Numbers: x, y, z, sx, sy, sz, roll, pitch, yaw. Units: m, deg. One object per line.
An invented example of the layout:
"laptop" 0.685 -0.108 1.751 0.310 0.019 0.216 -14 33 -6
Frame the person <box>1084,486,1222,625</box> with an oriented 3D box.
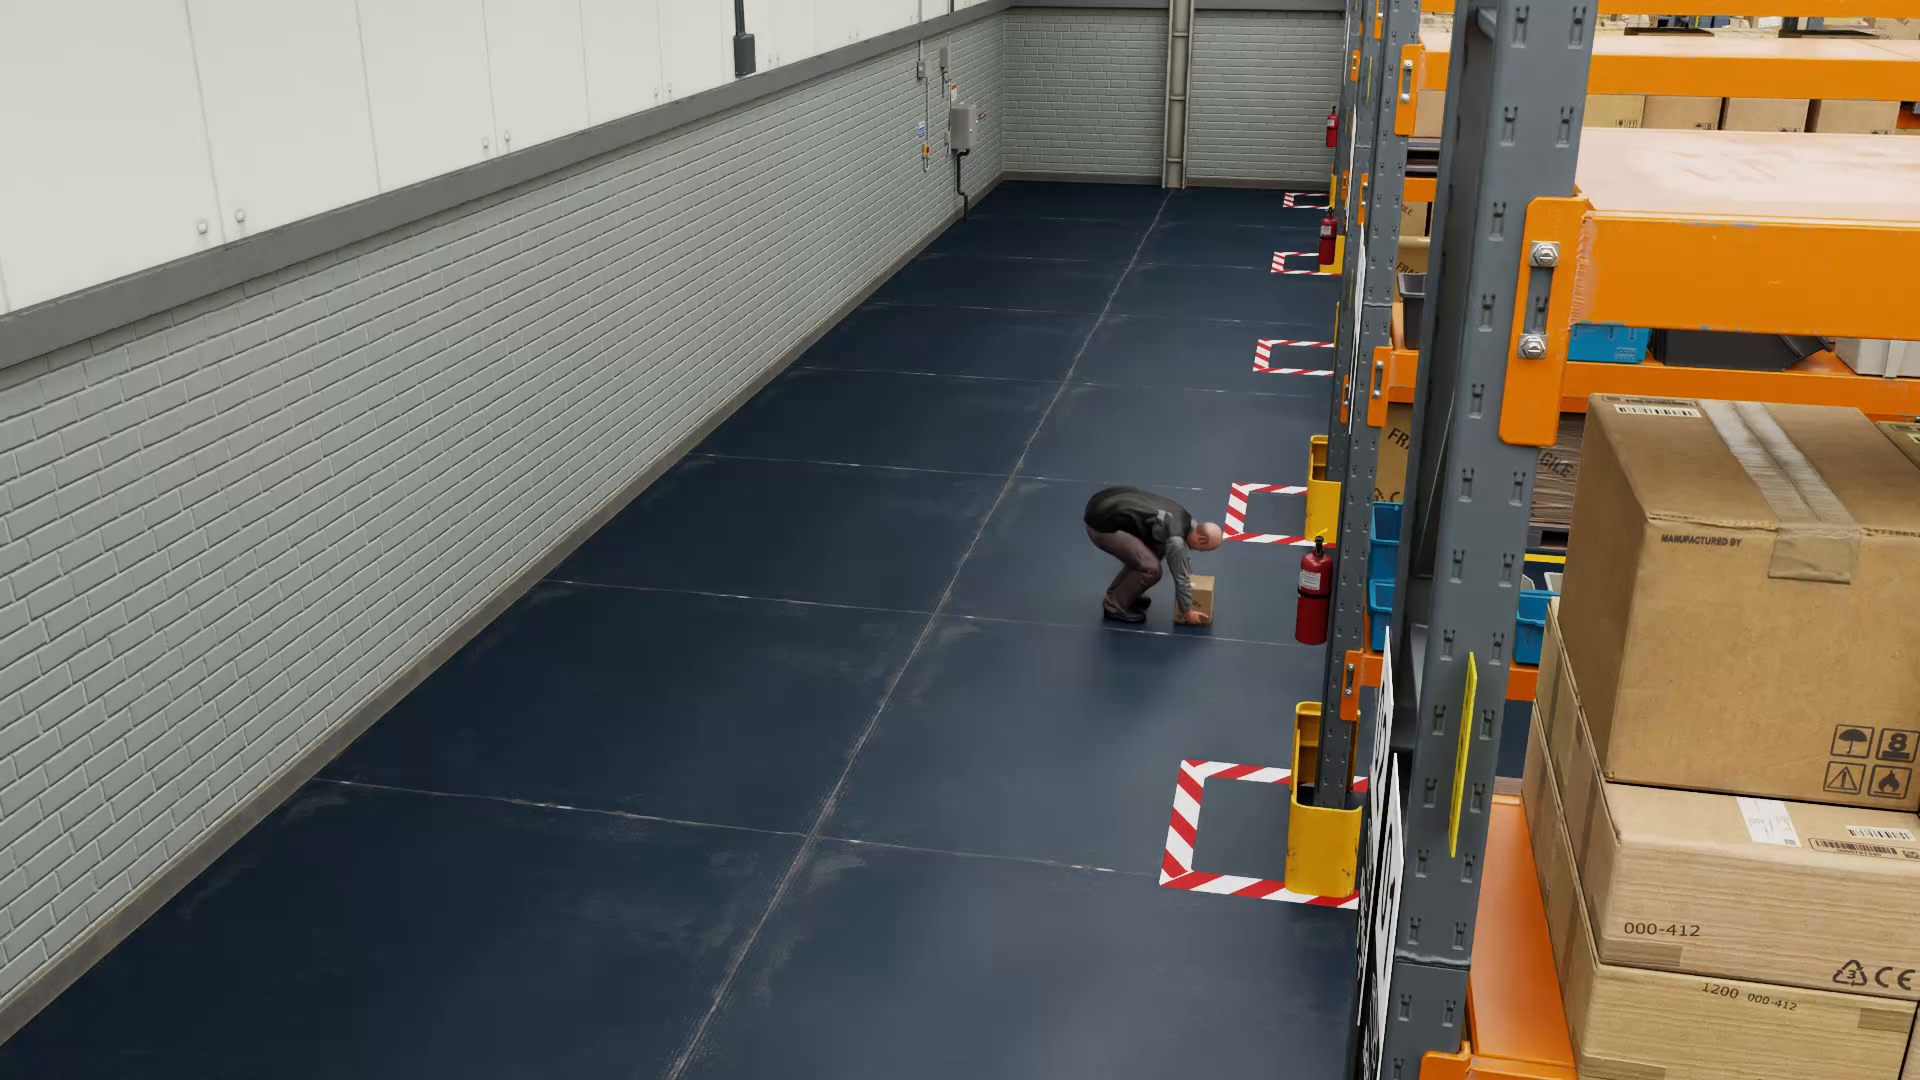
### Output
"person" 1.328 0.083 11.507 0.947 0.922 0.518 3 22 9
